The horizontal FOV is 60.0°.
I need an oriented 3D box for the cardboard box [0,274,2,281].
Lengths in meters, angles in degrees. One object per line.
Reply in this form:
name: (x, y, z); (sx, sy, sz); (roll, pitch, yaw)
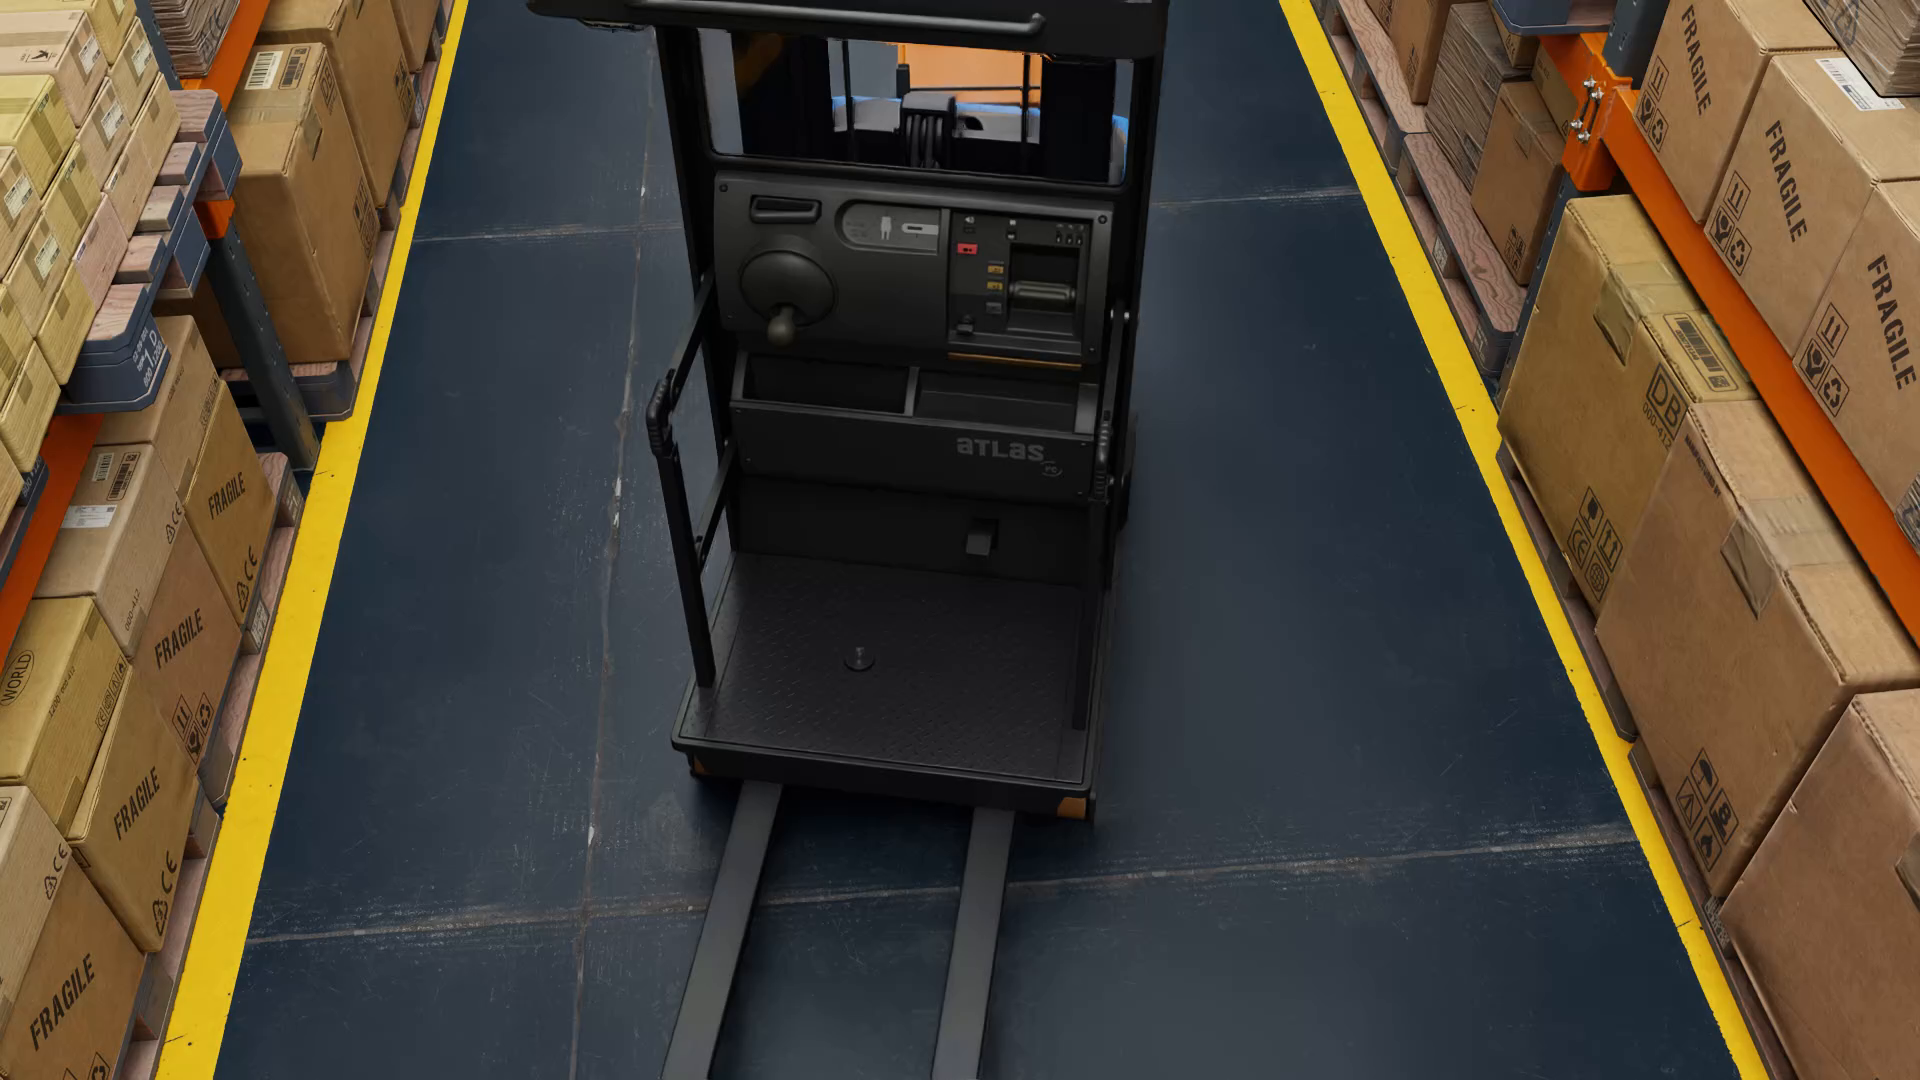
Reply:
cardboard box: (-2.043, -0.462, 3.096); (0.380, 0.149, 0.250); (-3, 47, -3)

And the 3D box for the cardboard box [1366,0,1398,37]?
cardboard box: (2.093, -2.483, 6.954); (0.700, 0.500, 0.500); (-7, 47, -7)

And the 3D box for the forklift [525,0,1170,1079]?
forklift: (-0.144, -0.530, 3.734); (1.130, 2.935, 3.031); (6, 47, 6)

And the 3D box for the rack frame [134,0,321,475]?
rack frame: (-2.622, -1.265, 4.382); (1.000, 3.000, 0.127); (-3, 47, -3)

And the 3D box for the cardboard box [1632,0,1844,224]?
cardboard box: (2.099, -1.160, 4.214); (0.500, 0.500, 0.500); (-2, 47, -2)

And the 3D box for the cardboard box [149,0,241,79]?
cardboard box: (-2.390, -1.641, 4.669); (0.500, 0.500, 0.500); (-3, 47, -3)

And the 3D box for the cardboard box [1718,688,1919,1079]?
cardboard box: (2.515, 0.878, 3.526); (1.225, 0.875, 0.875); (-5, 47, -5)

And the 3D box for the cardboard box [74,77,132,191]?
cardboard box: (-2.103, -0.903, 3.718); (0.380, 0.149, 0.250); (-2, 47, -2)

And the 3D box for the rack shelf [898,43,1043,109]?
rack shelf: (0.043, -1.636, 5.621); (0.538, 0.278, 1.000); (-1, 47, -1)

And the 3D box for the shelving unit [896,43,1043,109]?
shelving unit: (0.043, -1.434, 5.834); (0.538, 1.125, 1.048); (-1, 47, -1)

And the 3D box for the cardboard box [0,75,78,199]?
cardboard box: (-2.083, -0.830, 3.444); (0.380, 0.149, 0.250); (-2, 47, -2)

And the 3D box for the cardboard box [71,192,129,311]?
cardboard box: (-2.081, -0.628, 3.663); (0.380, 0.149, 0.250); (-3, 47, -3)

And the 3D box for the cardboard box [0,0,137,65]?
cardboard box: (-2.124, -1.201, 3.796); (0.380, 0.149, 0.250); (-5, 47, -5)

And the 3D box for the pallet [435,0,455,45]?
pallet: (-2.817, -2.647, 7.611); (1.003, 0.211, 1.213); (-3, 47, -3)

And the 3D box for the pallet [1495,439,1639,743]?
pallet: (2.320, 0.040, 5.066); (1.003, 0.211, 1.213); (-3, 47, -3)

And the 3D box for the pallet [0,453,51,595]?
pallet: (-2.415, 0.231, 3.098); (1.003, 0.211, 1.213); (-3, 47, -3)

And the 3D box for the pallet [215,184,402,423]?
pallet: (-2.613, -0.881, 5.939); (1.003, 0.211, 1.213); (-3, 47, -3)

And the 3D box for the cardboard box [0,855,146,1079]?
cardboard box: (-2.188, 1.032, 3.639); (0.500, 0.500, 0.500); (-3, 47, -3)

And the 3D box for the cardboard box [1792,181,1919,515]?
cardboard box: (2.191, -0.416, 3.509); (0.500, 0.500, 0.500); (-4, 47, -4)

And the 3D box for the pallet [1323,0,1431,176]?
pallet: (2.166, -1.981, 6.981); (1.003, 0.211, 1.213); (-3, 47, -3)

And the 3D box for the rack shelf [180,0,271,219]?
rack shelf: (-2.789, -2.465, 6.014); (1.077, 0.370, 4.000); (-3, 47, -3)

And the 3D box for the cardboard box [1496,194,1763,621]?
cardboard box: (2.366, -0.407, 4.743); (1.225, 0.875, 0.875); (-5, 47, -5)

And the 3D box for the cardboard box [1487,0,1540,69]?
cardboard box: (2.189, -1.909, 5.894); (0.500, 0.250, 0.500); (1, 47, 1)

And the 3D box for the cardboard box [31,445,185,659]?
cardboard box: (-2.250, 0.036, 4.066); (0.500, 0.250, 0.500); (-3, 47, -3)

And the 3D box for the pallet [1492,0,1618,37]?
pallet: (2.164, -1.937, 5.150); (1.213, 0.211, 1.003); (-3, 47, -3)

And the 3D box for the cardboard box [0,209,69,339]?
cardboard box: (-2.058, -0.531, 3.366); (0.380, 0.149, 0.250); (-3, 47, -3)

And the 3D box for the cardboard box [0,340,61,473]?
cardboard box: (-2.040, -0.253, 3.308); (0.380, 0.149, 0.250); (-5, 47, -5)

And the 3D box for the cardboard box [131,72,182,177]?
cardboard box: (-2.122, -0.994, 4.009); (0.380, 0.149, 0.250); (-3, 47, -3)

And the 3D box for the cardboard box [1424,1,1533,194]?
cardboard box: (2.194, -1.669, 6.184); (0.700, 0.500, 0.500); (-7, 47, -7)

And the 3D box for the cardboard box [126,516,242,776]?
cardboard box: (-2.266, 0.286, 4.345); (0.500, 0.500, 0.500); (-2, 47, -2)

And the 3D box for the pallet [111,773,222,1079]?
pallet: (-2.459, 1.140, 4.025); (1.003, 0.211, 1.213); (-3, 47, -3)

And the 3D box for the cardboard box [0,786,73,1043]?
cardboard box: (-2.171, 0.781, 3.360); (0.500, 0.250, 0.500); (-2, 47, -2)

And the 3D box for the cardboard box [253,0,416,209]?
cardboard box: (-2.660, -1.714, 6.068); (1.050, 0.750, 0.750); (-3, 47, -3)

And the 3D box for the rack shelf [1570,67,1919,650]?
rack shelf: (2.497, 0.201, 3.489); (1.077, 0.370, 4.000); (-3, 47, -3)
